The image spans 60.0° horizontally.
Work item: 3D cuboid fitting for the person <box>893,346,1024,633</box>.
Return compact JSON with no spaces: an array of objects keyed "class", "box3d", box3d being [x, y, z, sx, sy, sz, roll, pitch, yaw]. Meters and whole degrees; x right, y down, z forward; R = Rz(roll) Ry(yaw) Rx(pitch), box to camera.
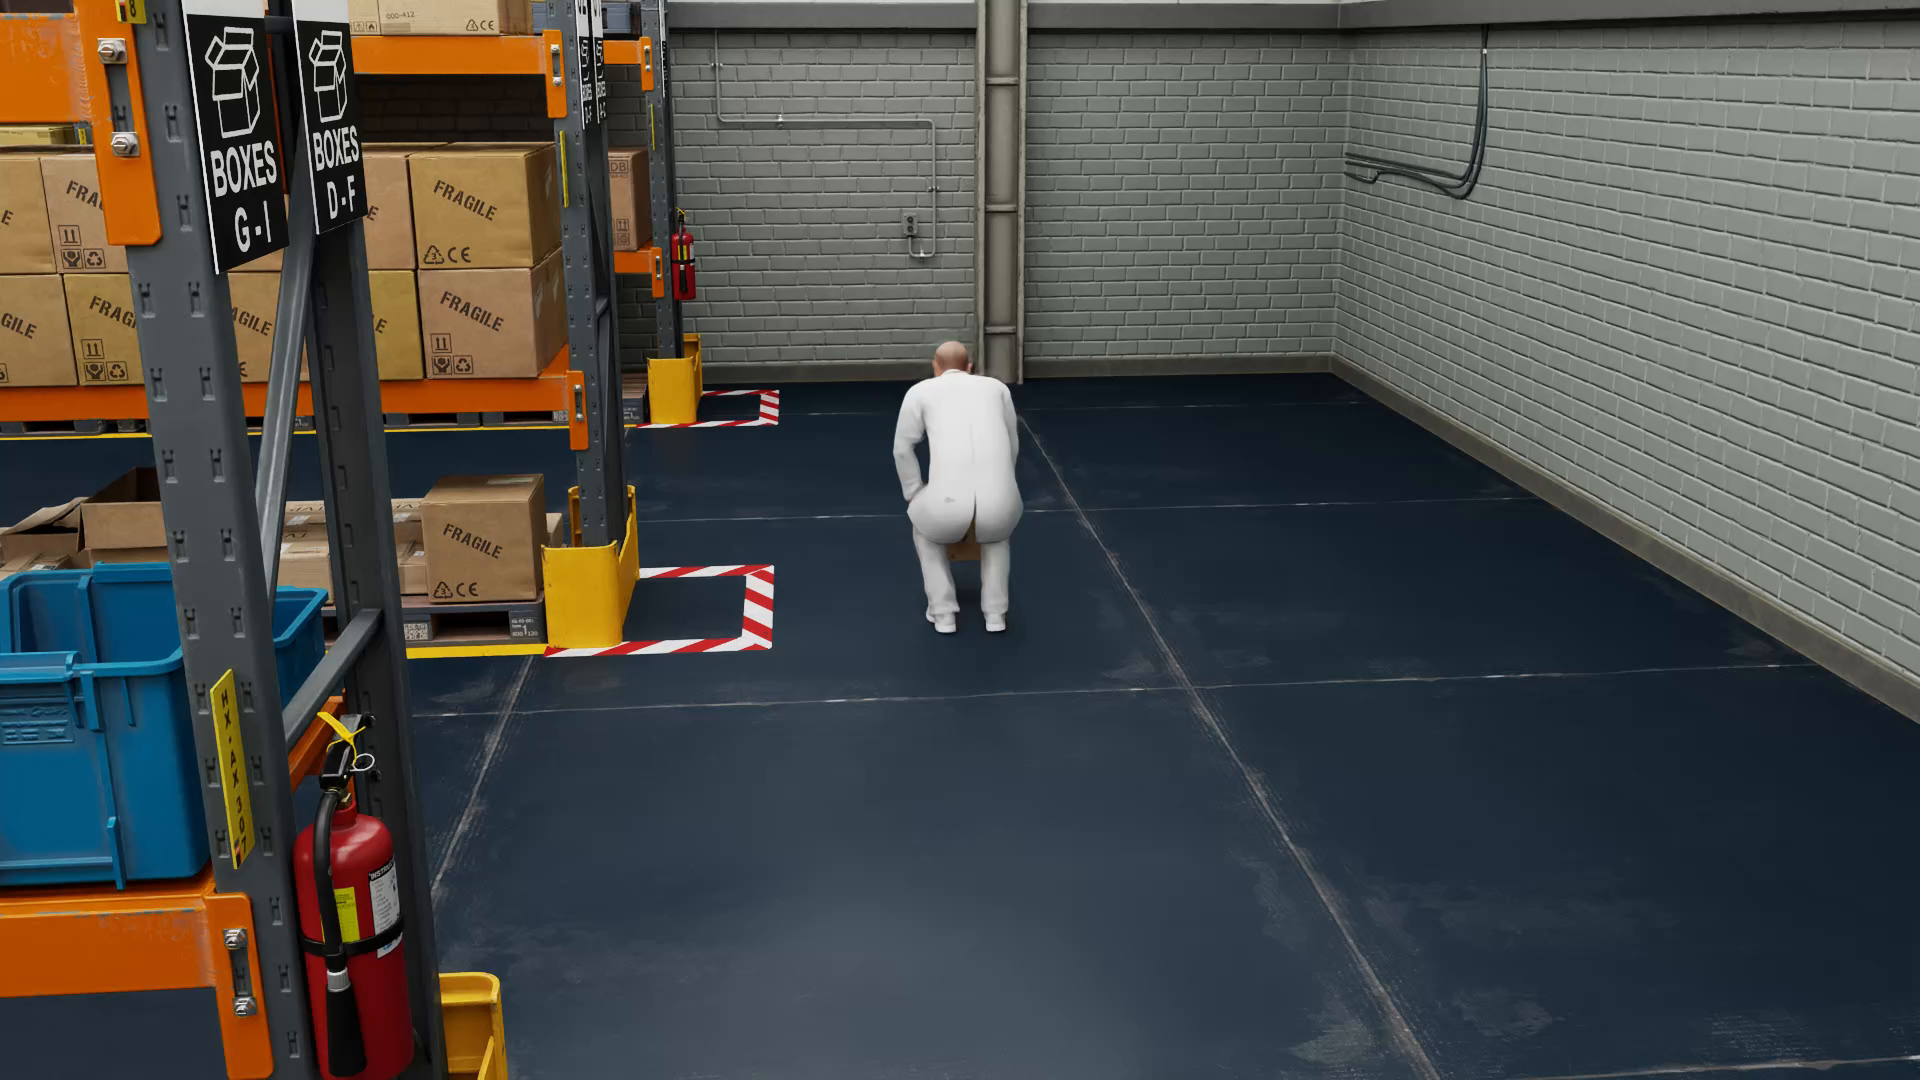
[{"class":"person","box3d":[-0.002,-0.239,8.158,0.633,1.335,0.764,-2,17,-6]}]
